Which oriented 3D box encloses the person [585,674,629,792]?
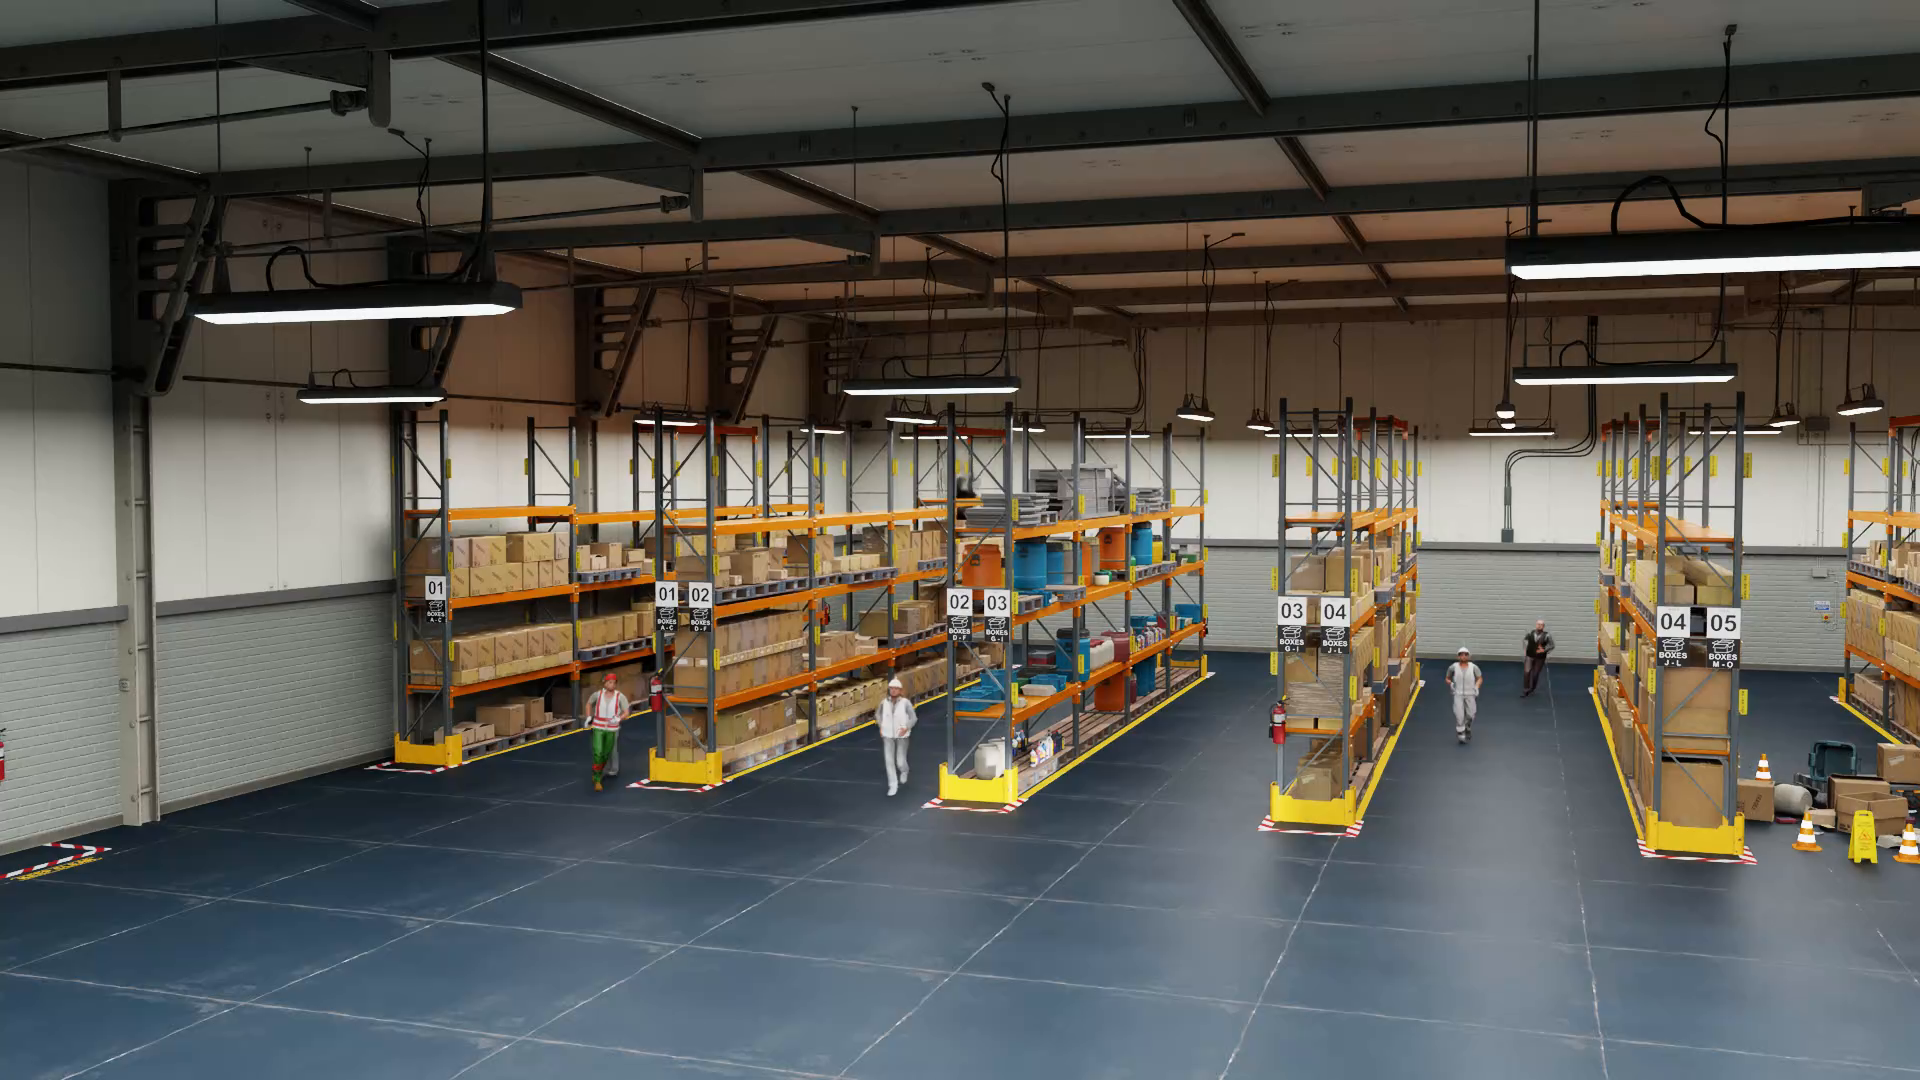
[{"bbox_3d":[-5.548,2.993,26.152,0.688,1.787,0.863,-1,3,-17],"label":"person"}]

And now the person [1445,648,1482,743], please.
[{"bbox_3d":[9.157,2.830,30.218,0.649,1.740,0.601,1,3,14],"label":"person"}]

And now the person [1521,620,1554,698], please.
[{"bbox_3d":[12.672,2.589,36.457,0.684,1.682,0.920,1,3,26],"label":"person"}]

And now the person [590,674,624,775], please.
[{"bbox_3d":[-5.735,3.012,27.022,0.589,1.684,0.633,1,2,12],"label":"person"}]

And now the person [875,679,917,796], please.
[{"bbox_3d":[-0.993,3.023,25.723,0.673,1.753,0.789,0,2,8],"label":"person"}]
